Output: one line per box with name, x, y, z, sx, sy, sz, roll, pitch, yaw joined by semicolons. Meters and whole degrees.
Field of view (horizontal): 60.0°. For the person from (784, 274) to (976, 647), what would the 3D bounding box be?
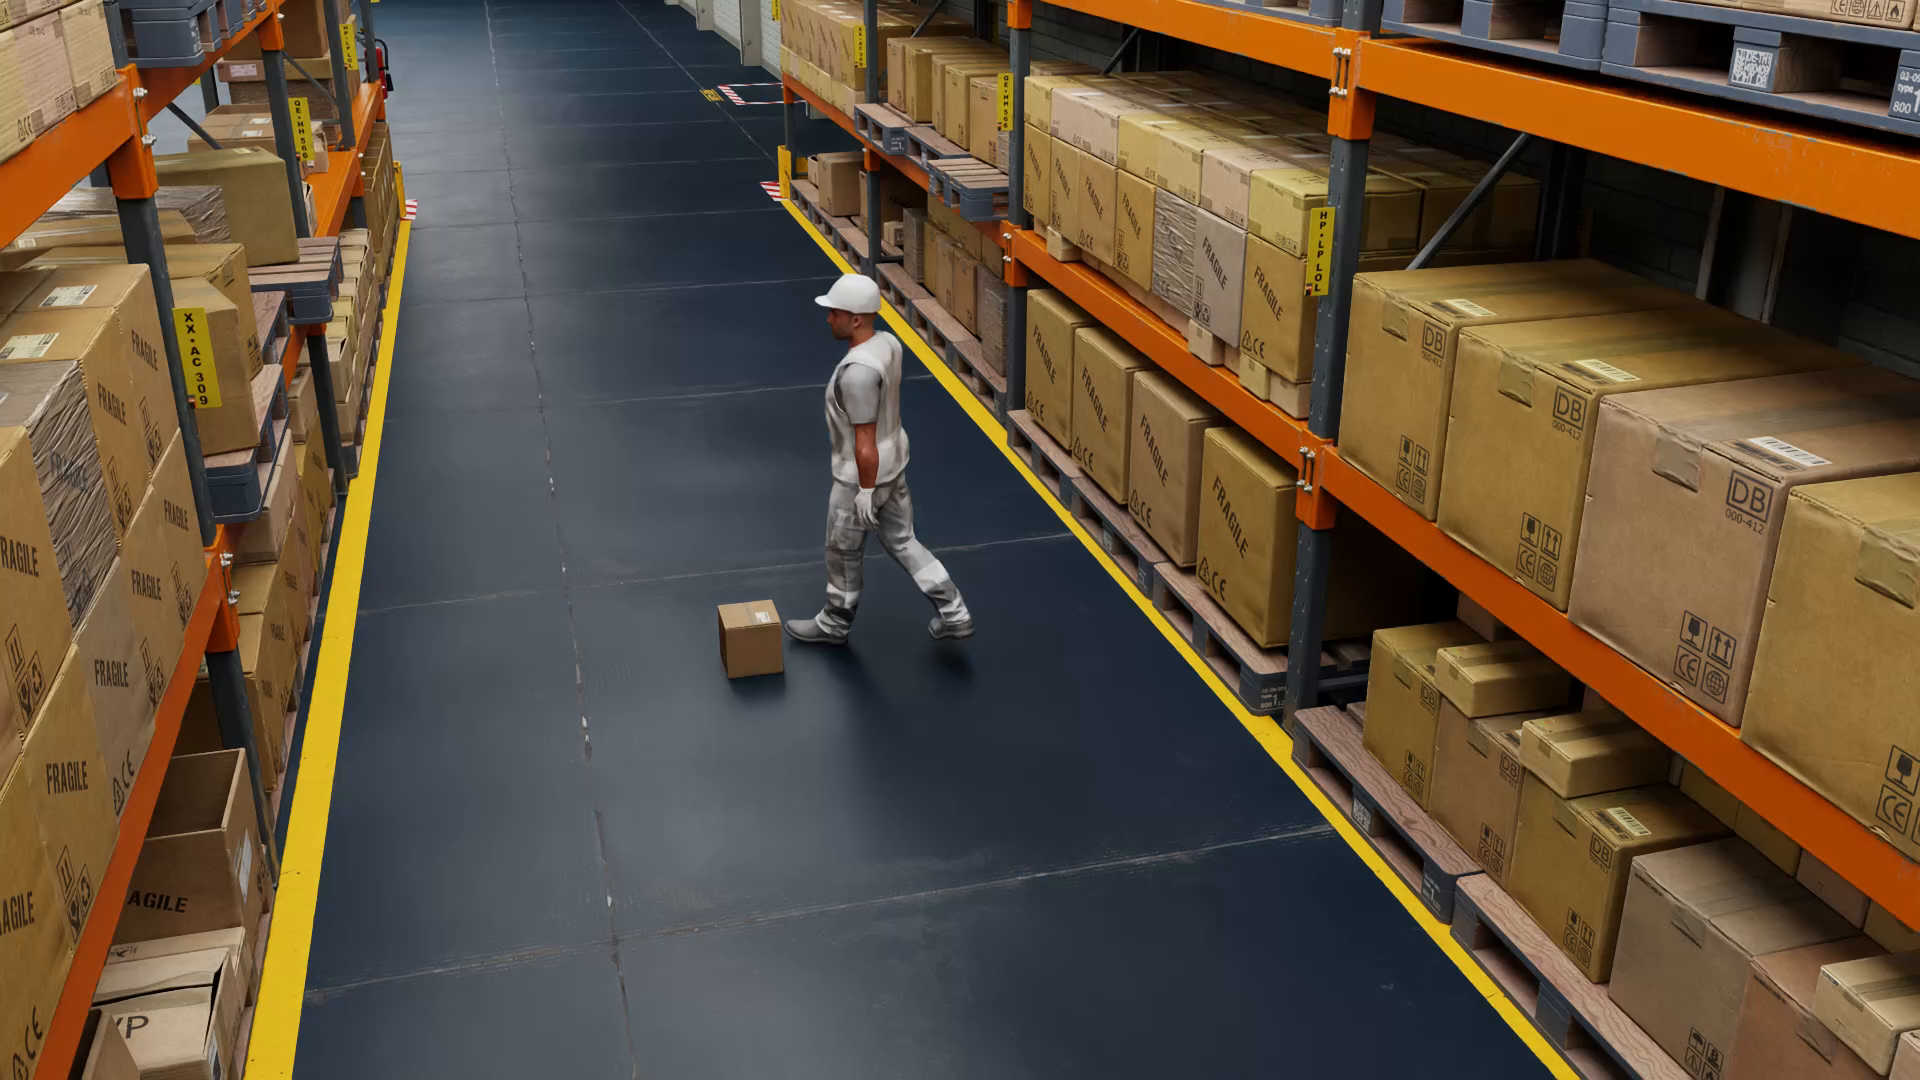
person;-0.367;-0.309;7.314;0.921;1.773;0.639;7;24;15
